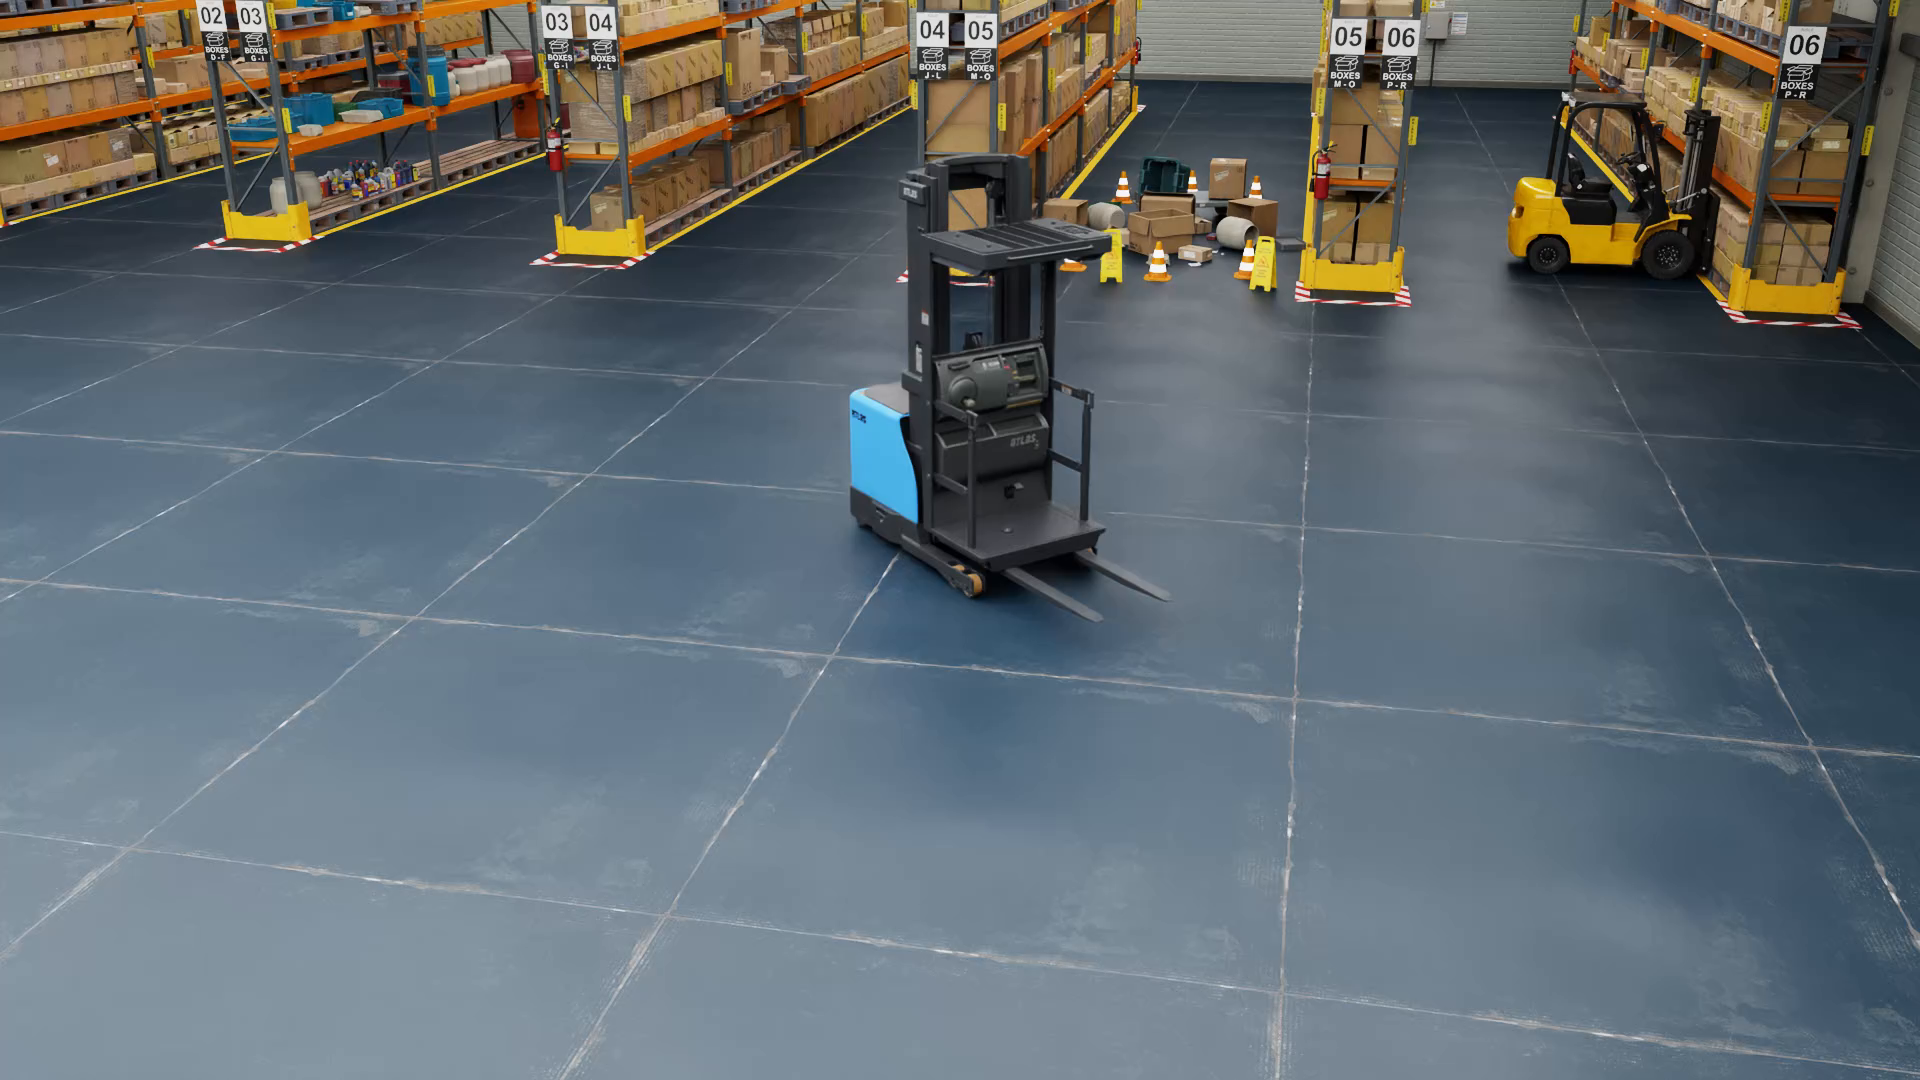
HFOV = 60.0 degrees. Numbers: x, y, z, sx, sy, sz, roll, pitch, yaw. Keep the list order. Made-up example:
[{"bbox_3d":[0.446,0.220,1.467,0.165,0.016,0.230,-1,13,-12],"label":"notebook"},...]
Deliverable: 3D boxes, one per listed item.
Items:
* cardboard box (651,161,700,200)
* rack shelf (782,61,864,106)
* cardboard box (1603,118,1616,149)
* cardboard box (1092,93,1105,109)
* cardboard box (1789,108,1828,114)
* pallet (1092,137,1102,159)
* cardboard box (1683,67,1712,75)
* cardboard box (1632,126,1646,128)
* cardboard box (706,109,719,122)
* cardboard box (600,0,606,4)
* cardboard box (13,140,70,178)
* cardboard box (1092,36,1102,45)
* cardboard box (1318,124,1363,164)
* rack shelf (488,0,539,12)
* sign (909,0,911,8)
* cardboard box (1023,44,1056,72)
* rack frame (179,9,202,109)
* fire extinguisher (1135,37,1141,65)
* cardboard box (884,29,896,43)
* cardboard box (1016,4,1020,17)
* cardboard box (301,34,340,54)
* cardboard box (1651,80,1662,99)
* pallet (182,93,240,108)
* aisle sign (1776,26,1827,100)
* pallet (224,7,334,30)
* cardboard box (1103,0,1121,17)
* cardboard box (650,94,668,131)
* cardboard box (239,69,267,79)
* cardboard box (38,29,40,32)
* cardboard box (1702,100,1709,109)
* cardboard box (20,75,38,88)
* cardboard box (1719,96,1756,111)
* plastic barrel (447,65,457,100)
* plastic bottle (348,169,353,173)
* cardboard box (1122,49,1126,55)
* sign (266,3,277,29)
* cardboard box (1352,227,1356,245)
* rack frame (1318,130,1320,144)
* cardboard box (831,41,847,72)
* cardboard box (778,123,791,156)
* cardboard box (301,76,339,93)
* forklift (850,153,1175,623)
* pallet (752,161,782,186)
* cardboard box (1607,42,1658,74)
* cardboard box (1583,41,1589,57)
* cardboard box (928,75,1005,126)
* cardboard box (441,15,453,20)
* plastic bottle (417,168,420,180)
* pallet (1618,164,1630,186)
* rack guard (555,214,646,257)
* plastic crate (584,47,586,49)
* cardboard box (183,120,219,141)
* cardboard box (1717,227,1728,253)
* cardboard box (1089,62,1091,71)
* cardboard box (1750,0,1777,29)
[{"bbox_3d":[-4.275,-5.397,25.024,0.500,0.500,0.500,12,25,28],"label":"cardboard box"},{"bbox_3d":[-2.821,-8.576,31.096,1.077,0.370,4.000,4,22,11],"label":"rack shelf"},{"bbox_3d":[11.731,-7.189,29.472,0.500,0.500,0.500,4,22,10],"label":"cardboard box"},{"bbox_3d":[2.400,-8.131,30.807,0.500,0.250,0.500,6,23,13],"label":"cardboard box"},{"bbox_3d":[10.349,-5.179,20.297,0.380,0.149,0.250,4,22,10],"label":"cardboard box"},{"bbox_3d":[2.018,-7.200,30.449,1.003,0.211,1.213,4,22,11],"label":"pallet"},{"bbox_3d":[11.464,-7.259,25.860,0.380,0.149,0.250,5,23,13],"label":"cardboard box"},{"bbox_3d":[11.308,-6.777,27.582,0.380,0.149,0.250,4,22,9],"label":"cardboard box"},{"bbox_3d":[-3.861,-6.407,25.084,0.380,0.149,0.250,4,22,11],"label":"cardboard box"},{"bbox_3d":[-4.966,-7.173,22.301,0.380,0.149,0.250,5,22,11],"label":"cardboard box"},{"bbox_3d":[-14.042,-5.822,25.410,0.500,0.500,0.500,4,22,11],"label":"cardboard box"},{"bbox_3d":[2.423,-9.226,30.724,0.380,0.149,0.250,4,22,9],"label":"cardboard box"},{"bbox_3d":[4.681,-4.901,20.475,0.500,0.500,0.500,4,22,10],"label":"cardboard box"},{"bbox_3d":[-7.669,-10.345,31.473,1.077,0.370,4.000,4,22,11],"label":"rack shelf"},{"bbox_3d":[-1.068,-11.705,36.034,0.100,0.325,0.005,4,22,11],"label":"sign"},{"bbox_3d":[1.092,-7.366,25.655,0.700,0.500,0.500,5,22,11],"label":"cardboard box"},{"bbox_3d":[-16.960,-10.774,35.590,1.000,3.000,0.127,4,22,11],"label":"rack frame"},{"bbox_3d":[3.742,-10.537,35.605,0.296,0.674,0.183,4,22,11],"label":"fire extinguisher"},{"bbox_3d":[-1.643,-10.603,34.969,0.500,0.250,0.500,4,22,9],"label":"cardboard box"},{"bbox_3d":[0.563,-6.824,21.407,0.380,0.149,0.250,5,22,11],"label":"cardboard box"},{"bbox_3d":[-12.534,-9.735,32.314,0.700,0.500,0.500,9,24,21],"label":"cardboard box"},{"bbox_3d":[10.900,-6.882,25.457,0.500,0.250,0.500,5,23,13],"label":"cardboard box"},{"bbox_3d":[-16.728,-9.753,36.787,1.003,0.211,1.213,4,22,11],"label":"pallet"},{"bbox_3d":[9.399,-5.324,18.579,0.394,0.787,0.004,4,22,11],"label":"aisle sign"},{"bbox_3d":[-9.445,-7.229,23.026,1.003,0.211,1.213,4,22,11],"label":"pallet"},{"bbox_3d":[2.844,-10.212,32.323,0.500,0.500,0.500,4,22,9],"label":"cardboard box"},{"bbox_3d":[-4.593,-6.008,23.223,0.875,0.500,0.500,4,22,11],"label":"cardboard box"},{"bbox_3d":[-12.839,-8.468,30.201,0.380,0.149,0.250,4,22,11],"label":"cardboard box"},{"bbox_3d":[-17.938,-9.698,32.359,0.500,0.500,0.500,5,22,11],"label":"cardboard box"},{"bbox_3d":[10.194,-5.834,22.321,0.380,0.149,0.250,4,22,10],"label":"cardboard box"},{"bbox_3d":[-14.058,-6.861,24.872,0.380,0.149,0.250,4,22,9],"label":"cardboard box"},{"bbox_3d":[9.973,-5.595,21.329,0.380,0.149,0.250,4,22,10],"label":"cardboard box"},{"bbox_3d":[-8.484,-7.489,27.252,0.433,0.535,0.433,0,22,0],"label":"plastic barrel"},{"bbox_3d":[-9.497,-5.642,25.911,0.097,0.271,0.097,0,22,0],"label":"plastic bottle"},{"bbox_3d":[3.213,-10.062,34.157,0.380,0.149,0.250,3,22,9],"label":"cardboard box"},{"bbox_3d":[-9.172,-6.982,22.148,0.100,0.325,0.005,4,22,11],"label":"sign"},{"bbox_3d":[5.486,-4.077,22.080,0.500,0.250,0.500,6,23,15],"label":"cardboard box"},{"bbox_3d":[7.289,-8.886,30.902,1.000,3.000,0.127,4,22,11],"label":"rack frame"},{"bbox_3d":[-2.448,-9.124,31.359,0.500,0.500,0.500,4,22,10],"label":"cardboard box"},{"bbox_3d":[-3.346,-6.976,28.918,0.700,0.500,0.500,3,22,8],"label":"cardboard box"},{"bbox_3d":[-12.753,-9.083,33.144,0.500,0.250,0.500,4,22,10],"label":"cardboard box"},{"bbox_3d":[0.353,-1.156,11.800,1.130,2.935,3.031,-14,26,-30],"label":"forklift"},{"bbox_3d":[-3.641,-6.154,27.852,1.003,0.211,1.213,4,22,11],"label":"pallet"},{"bbox_3d":[11.726,-8.401,29.001,0.700,0.500,0.500,5,22,12],"label":"cardboard box"},{"bbox_3d":[12.406,-9.525,32.291,0.500,0.250,0.500,4,22,10],"label":"cardboard box"},{"bbox_3d":[0.087,-5.541,20.950,0.875,0.550,0.550,4,22,11],"label":"cardboard box"},{"bbox_3d":[-11.423,-11.624,36.230,0.500,0.500,0.500,5,23,13],"label":"cardboard box"},{"bbox_3d":[-8.663,-5.843,26.502,0.097,0.201,0.097,0,22,0],"label":"plastic bottle"},{"bbox_3d":[11.522,-6.023,27.525,1.003,0.211,1.213,4,22,11],"label":"pallet"},{"bbox_3d":[-4.846,-4.121,22.416,1.175,0.500,0.348,4,22,11],"label":"rack guard"},{"bbox_3d":[-7.500,-10.236,34.195,0.392,0.384,0.575,4,22,11],"label":"plastic crate"},{"bbox_3d":[-13.202,-7.156,28.974,0.500,0.311,0.500,4,22,9],"label":"cardboard box"},{"bbox_3d":[9.606,-3.656,20.365,0.500,0.250,0.500,4,22,10],"label":"cardboard box"},{"bbox_3d":[2.110,-8.383,29.427,0.380,0.149,0.250,5,23,13],"label":"cardboard box"},{"bbox_3d":[9.859,-6.346,19.752,0.700,0.500,0.500,5,22,11],"label":"cardboard box"}]
